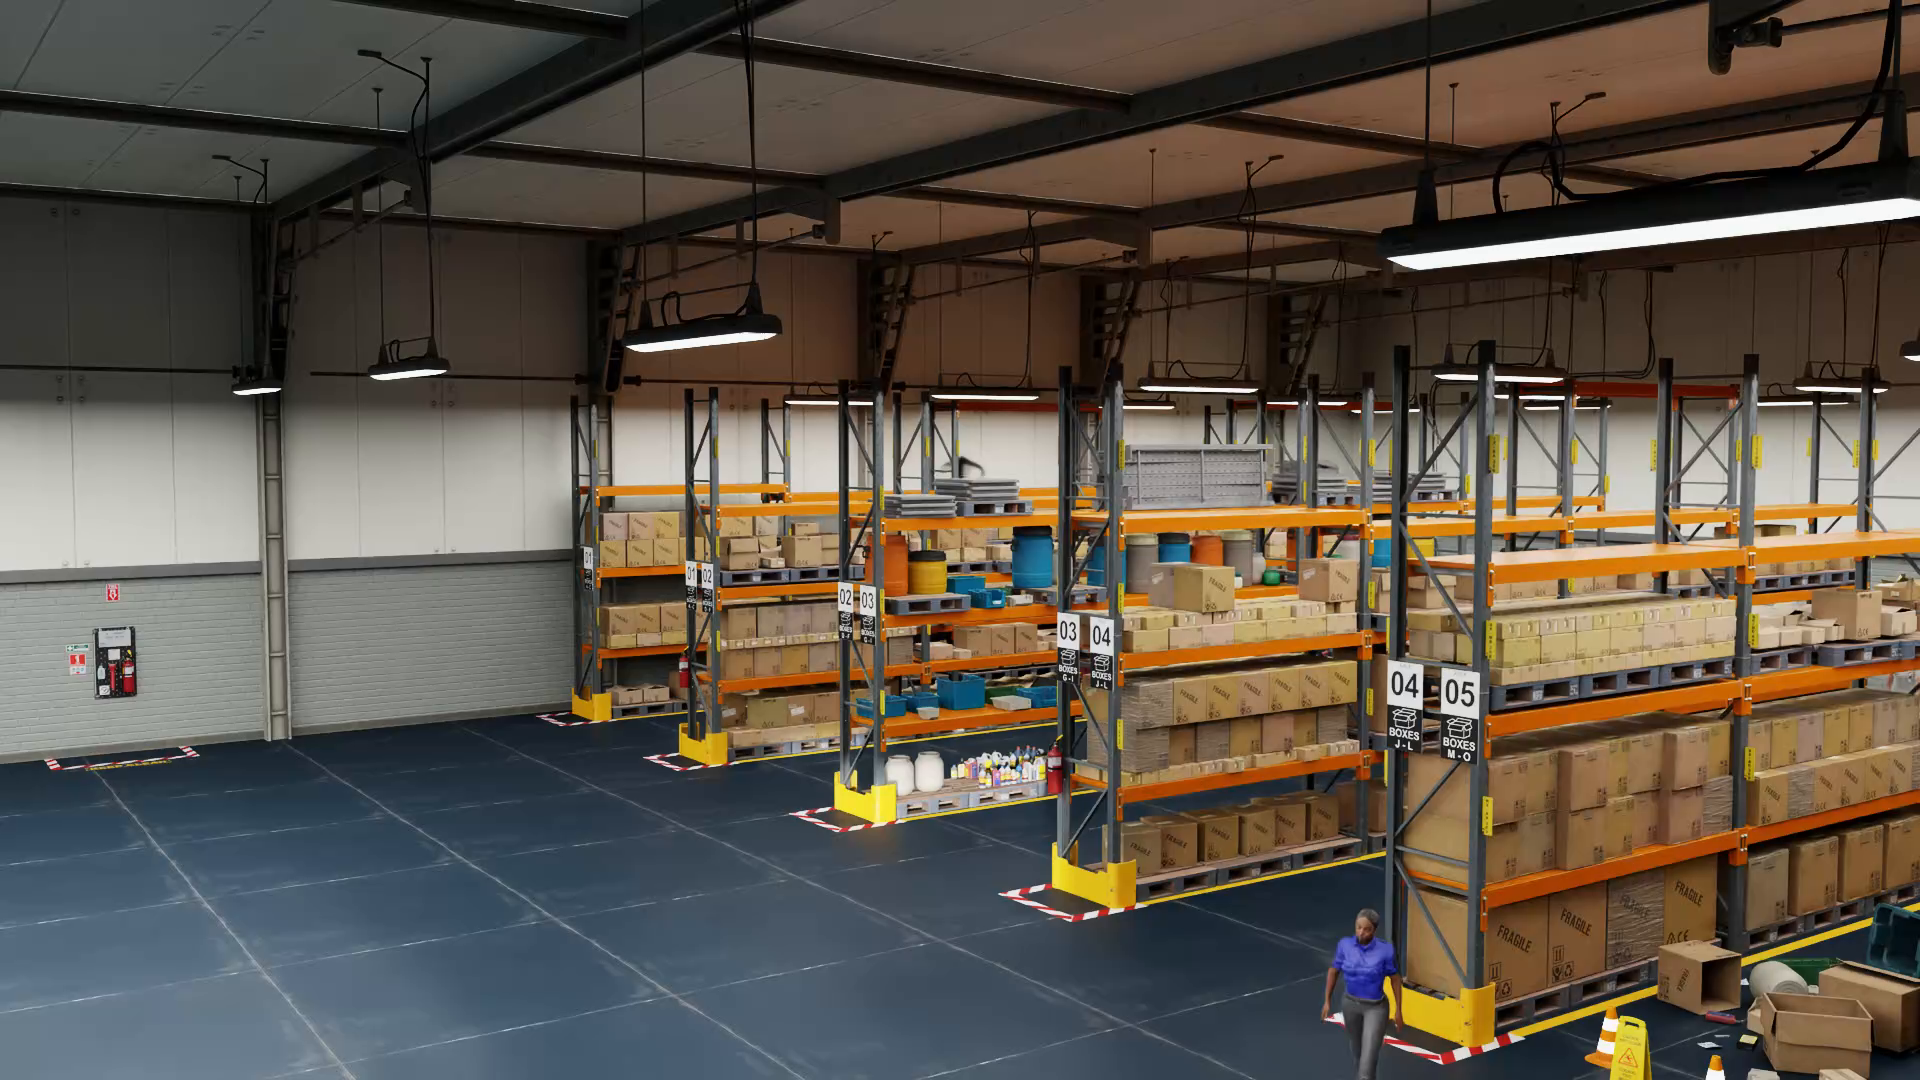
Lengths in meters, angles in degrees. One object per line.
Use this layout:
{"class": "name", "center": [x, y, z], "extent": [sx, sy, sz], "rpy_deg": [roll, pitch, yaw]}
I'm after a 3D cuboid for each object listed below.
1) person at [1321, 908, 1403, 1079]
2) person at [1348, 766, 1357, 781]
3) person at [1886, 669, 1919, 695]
{"class": "person", "center": [3.063, 3.567, 12.603], "extent": [0.574, 1.607, 0.877], "rpy_deg": [2, 4, 29]}
{"class": "person", "center": [6.127, 2.775, 25.406], "extent": [0.575, 1.742, 0.857], "rpy_deg": [-1, 4, -17]}
{"class": "person", "center": [16.173, 2.637, 28.471], "extent": [0.540, 1.622, 0.762], "rpy_deg": [2, 4, 27]}
